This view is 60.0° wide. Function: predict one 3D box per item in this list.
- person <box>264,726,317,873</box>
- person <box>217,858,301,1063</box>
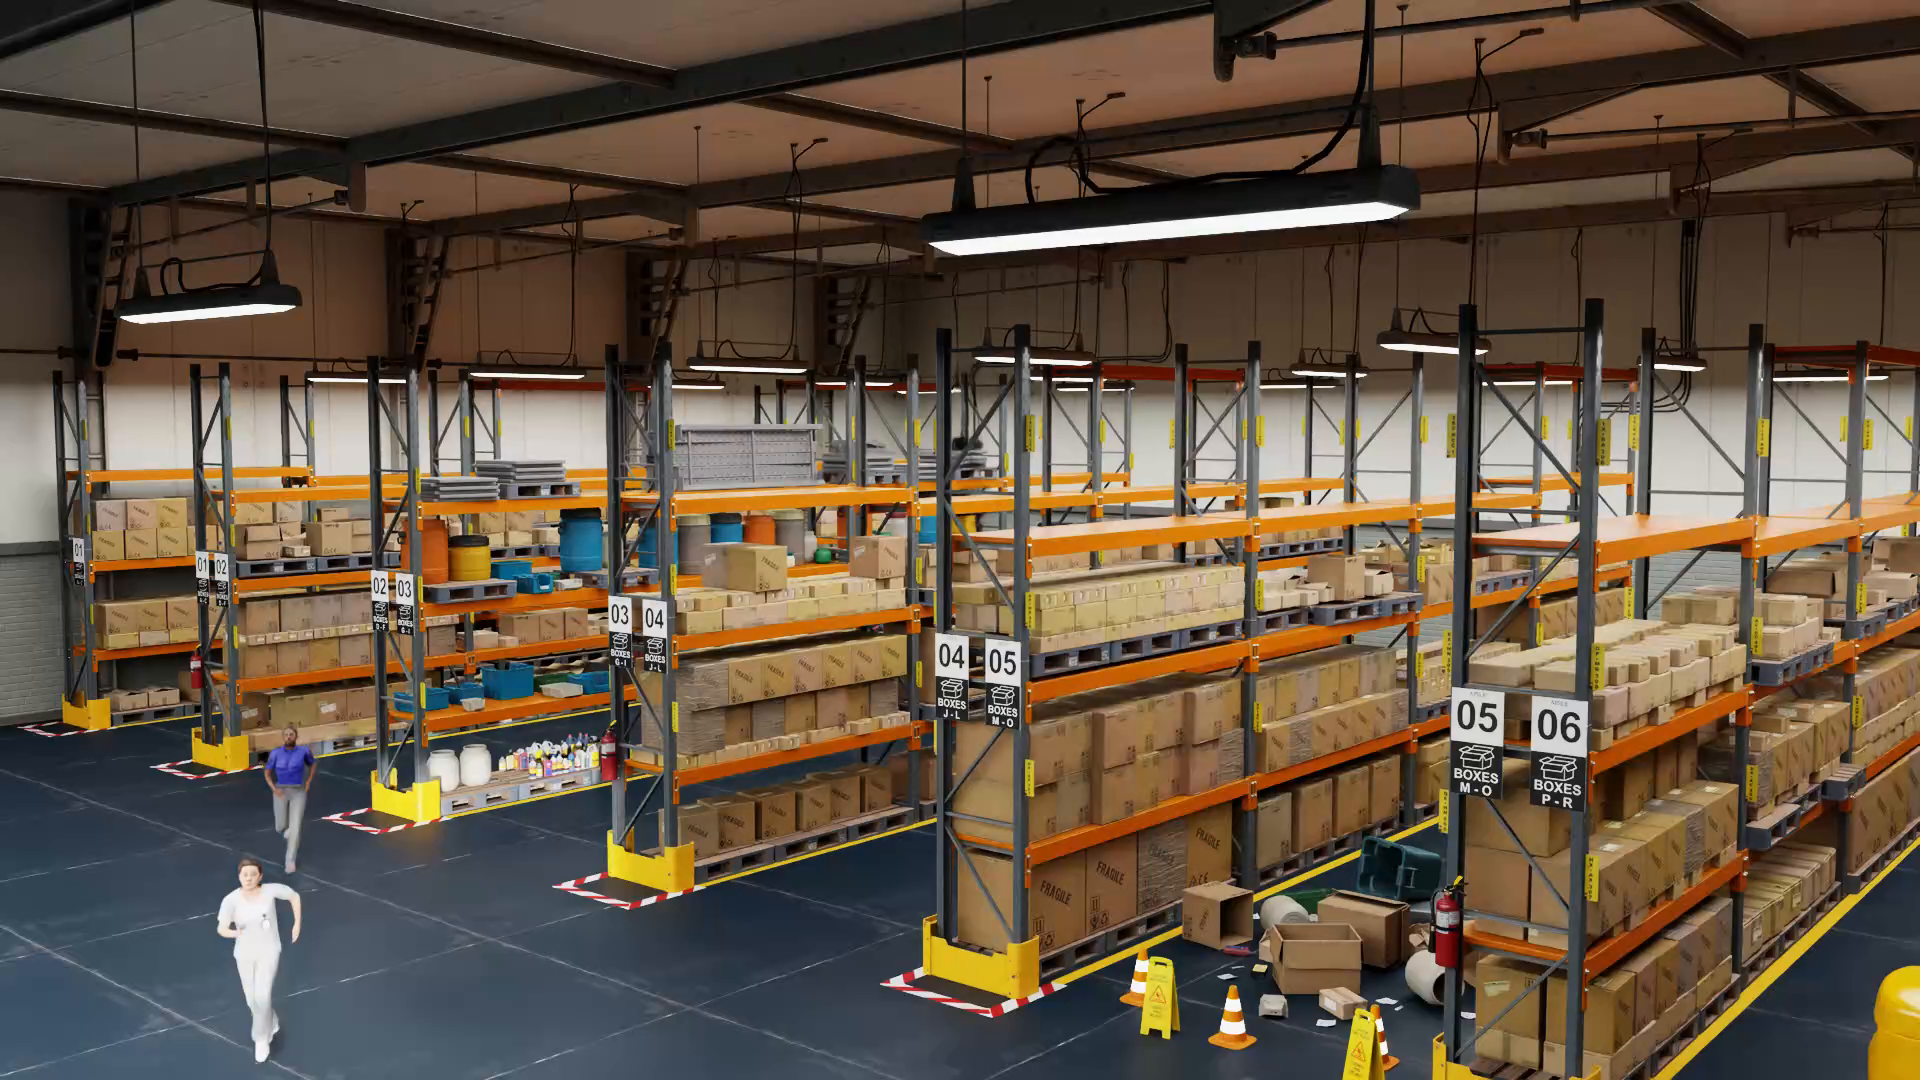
[{"bbox_3d":[-7.804,2.979,19.393,0.555,1.639,0.975,-1,4,-13],"label":"person"},{"bbox_3d":[-5.658,3.359,13.439,0.590,1.651,0.795,-1,4,-14],"label":"person"}]
